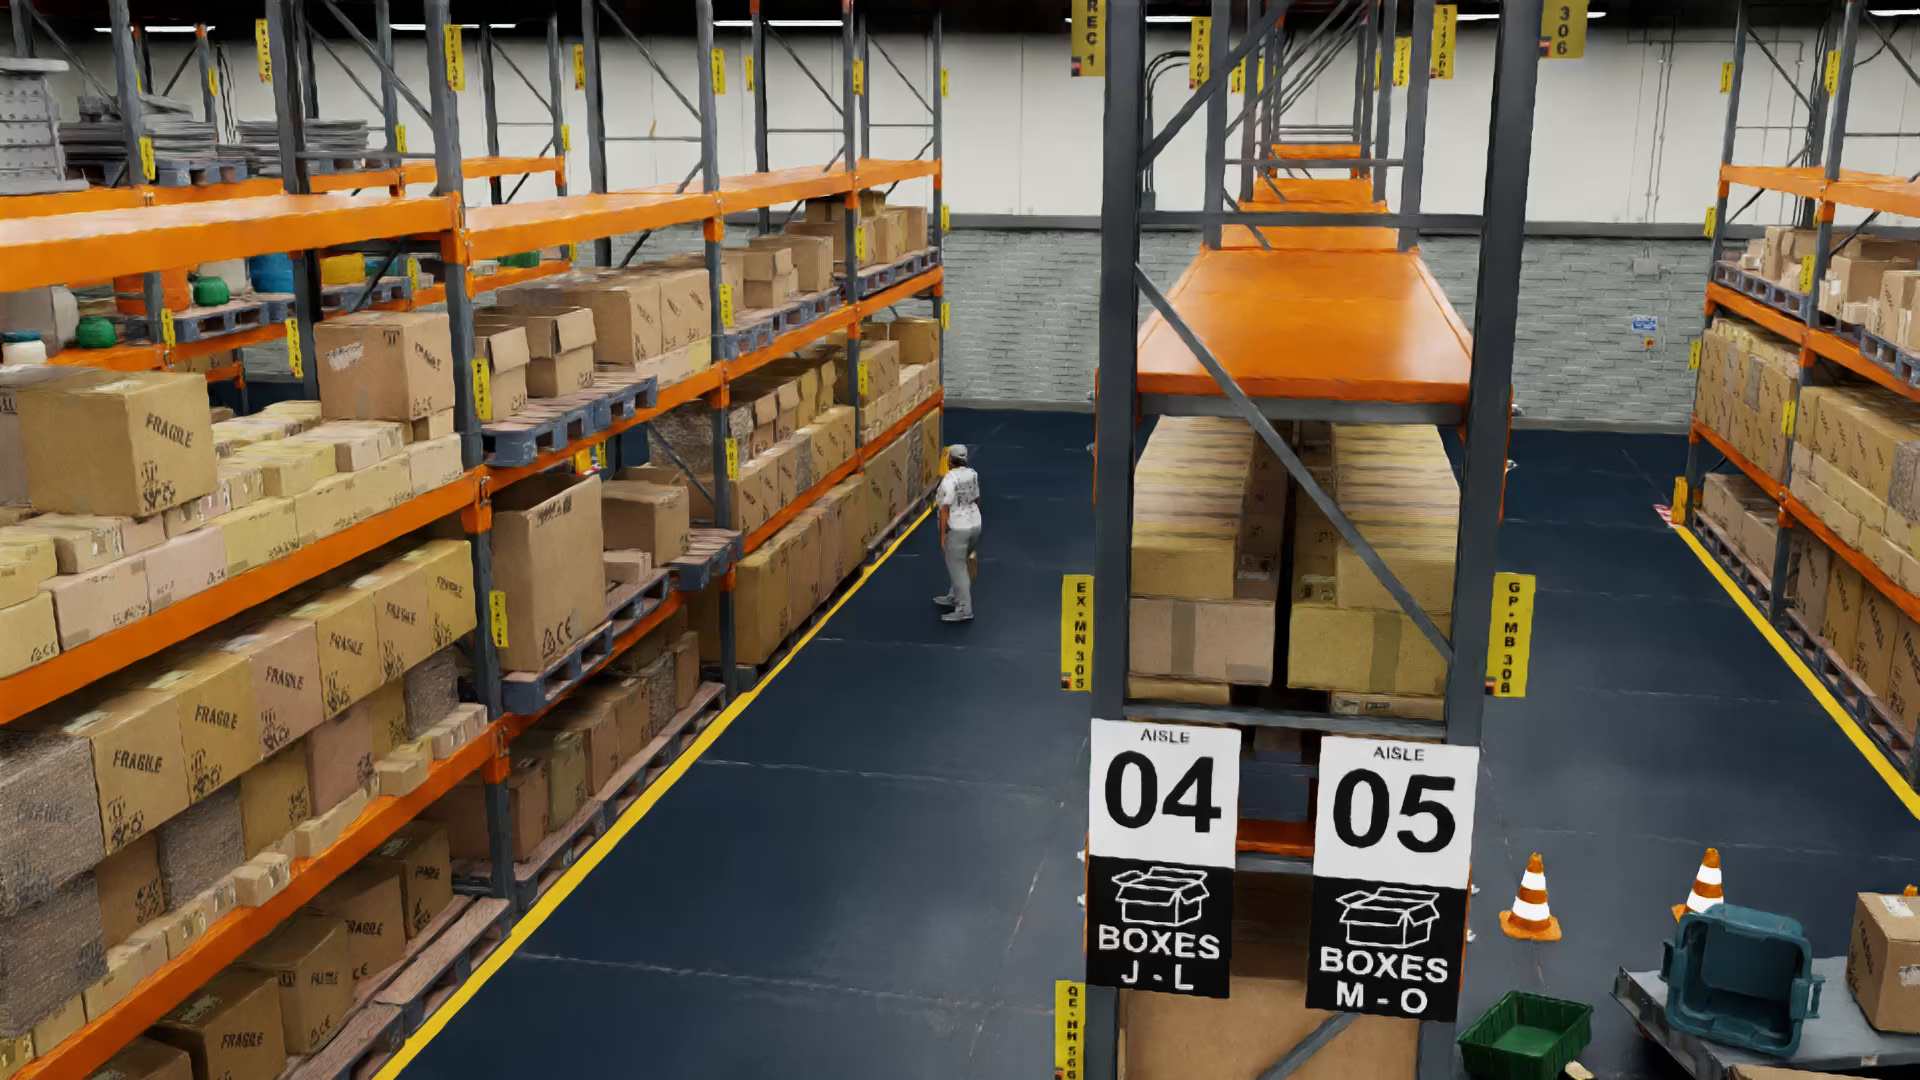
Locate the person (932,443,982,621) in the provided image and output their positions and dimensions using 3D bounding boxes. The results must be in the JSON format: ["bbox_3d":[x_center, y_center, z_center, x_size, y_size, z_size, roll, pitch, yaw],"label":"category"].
[{"bbox_3d":[-0.055,-0.112,15.868,0.591,1.658,0.662,9,17,32],"label":"person"}]
